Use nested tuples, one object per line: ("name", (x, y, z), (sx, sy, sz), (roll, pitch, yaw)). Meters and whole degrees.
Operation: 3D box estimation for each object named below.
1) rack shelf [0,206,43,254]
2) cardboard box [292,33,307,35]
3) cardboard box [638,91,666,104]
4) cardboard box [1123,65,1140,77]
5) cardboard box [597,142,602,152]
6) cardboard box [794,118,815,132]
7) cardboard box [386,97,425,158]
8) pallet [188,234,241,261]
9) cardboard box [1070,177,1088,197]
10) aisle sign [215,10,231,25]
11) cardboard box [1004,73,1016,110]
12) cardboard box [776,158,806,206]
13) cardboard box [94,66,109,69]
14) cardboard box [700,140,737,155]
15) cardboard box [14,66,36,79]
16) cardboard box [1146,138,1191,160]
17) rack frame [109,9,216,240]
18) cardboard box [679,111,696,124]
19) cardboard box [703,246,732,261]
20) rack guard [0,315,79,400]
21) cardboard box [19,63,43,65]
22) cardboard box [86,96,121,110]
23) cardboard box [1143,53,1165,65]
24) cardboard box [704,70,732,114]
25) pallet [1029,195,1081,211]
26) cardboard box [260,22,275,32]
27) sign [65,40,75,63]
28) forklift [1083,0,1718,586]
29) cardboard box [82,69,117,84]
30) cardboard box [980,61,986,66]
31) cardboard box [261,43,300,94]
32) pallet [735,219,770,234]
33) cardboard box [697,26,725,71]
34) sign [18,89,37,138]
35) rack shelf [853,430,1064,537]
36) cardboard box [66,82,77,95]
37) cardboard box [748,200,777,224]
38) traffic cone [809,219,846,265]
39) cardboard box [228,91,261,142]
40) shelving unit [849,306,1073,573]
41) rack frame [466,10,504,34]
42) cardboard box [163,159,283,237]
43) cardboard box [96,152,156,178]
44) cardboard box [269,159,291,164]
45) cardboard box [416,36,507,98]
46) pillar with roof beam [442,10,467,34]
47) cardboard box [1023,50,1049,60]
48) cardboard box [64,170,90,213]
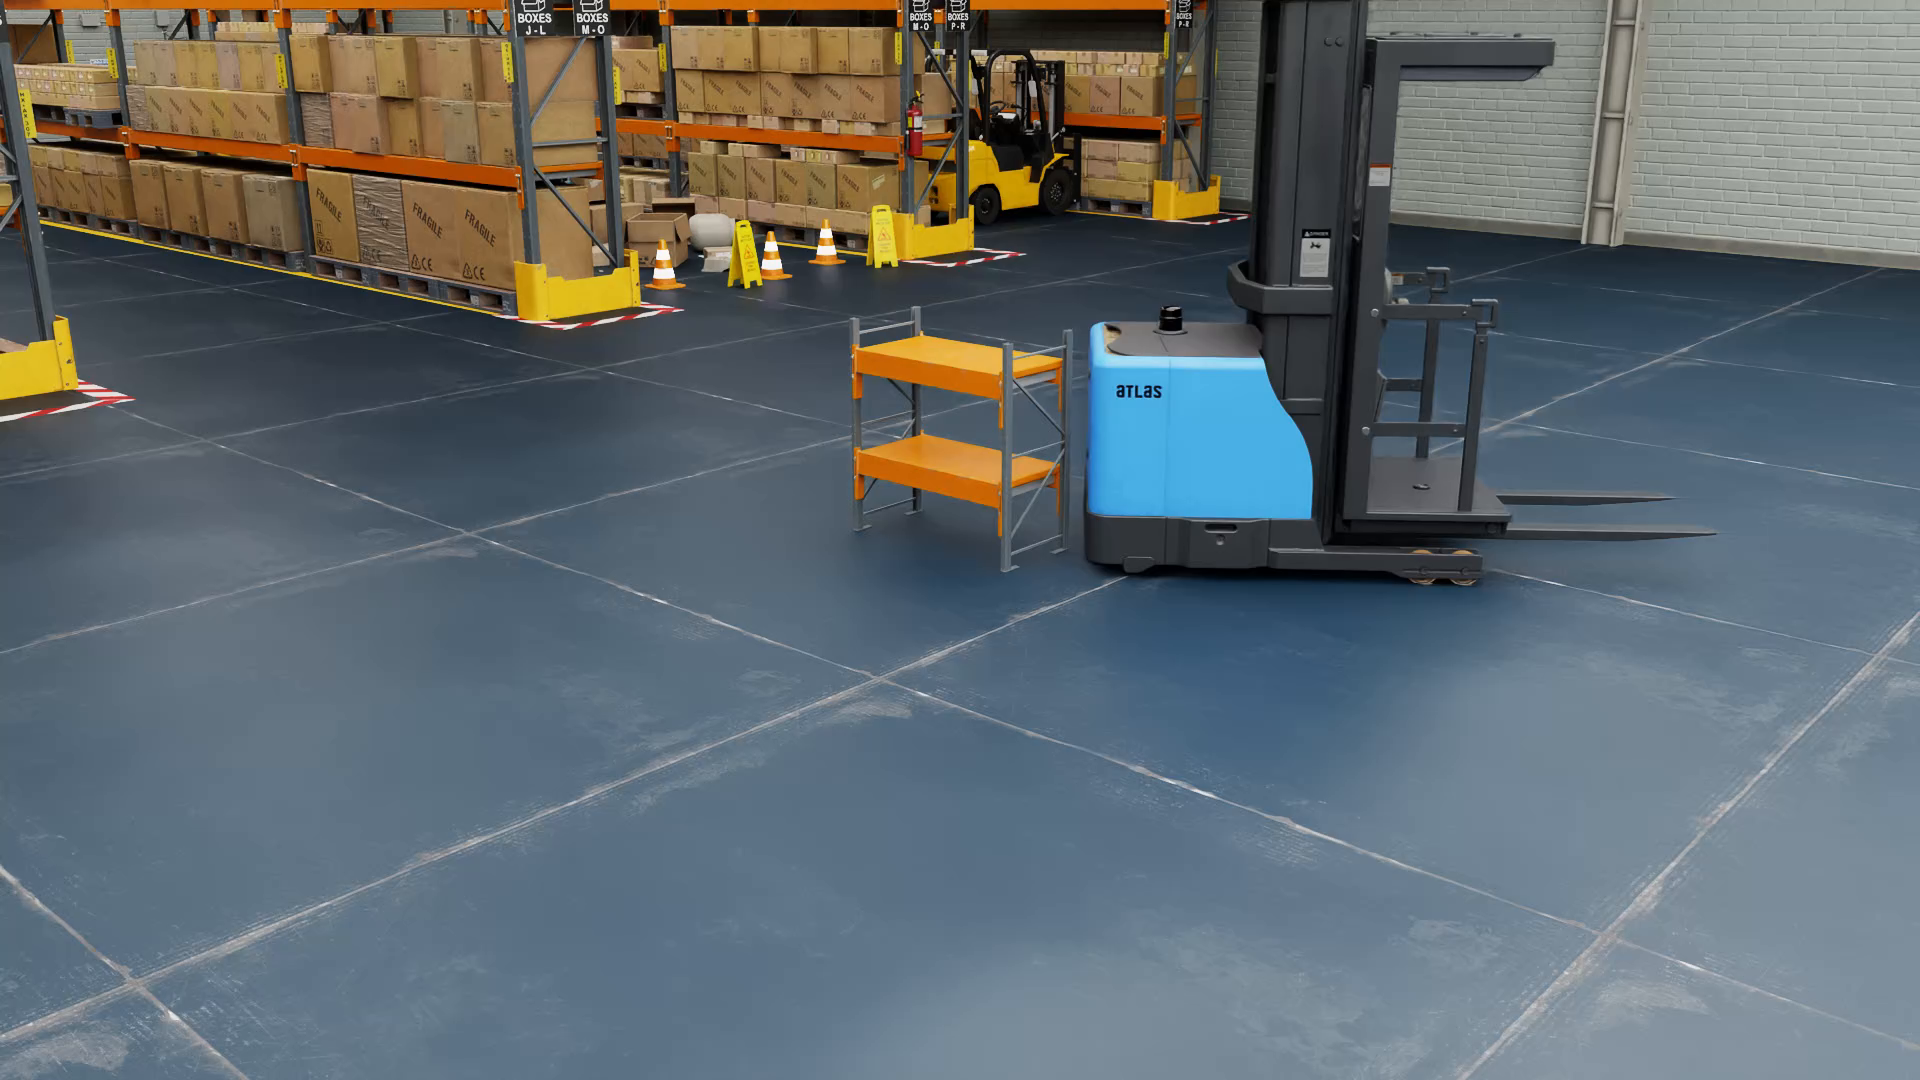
("rack shelf", (-8.347, -2.483, 12.667), (4.000, 0.370, 1.077), (15, 23, 39))
("cardboard box", (-10.159, -7.736, 26.212), (0.500, 0.500, 0.500), (15, 23, 38))
("cardboard box", (-3.833, -5.591, 20.992), (0.250, 0.149, 0.380), (15, 23, 40))
("cardboard box", (2.363, -6.198, 21.946), (0.250, 0.149, 0.380), (16, 23, 40))
("cardboard box", (-6.568, -7.087, 30.002), (0.250, 0.149, 0.380), (14, 22, 38))
("cardboard box", (-1.698, -4.815, 19.239), (0.250, 0.149, 0.380), (15, 23, 39))
("cardboard box", (-4.976, -4.006, 16.027), (0.500, 0.550, 0.875), (15, 23, 39))
("pallet", (-8.019, -3.383, 18.924), (1.213, 0.211, 1.003), (15, 23, 39))
("cardboard box", (1.724, -4.907, 22.968), (0.500, 0.250, 0.500), (15, 23, 40))
("aisle sign", (-12.487, -9.067, 27.926), (0.004, 0.787, 0.394), (15, 23, 39))
("cardboard box", (0.966, -6.291, 23.310), (0.500, 0.500, 0.500), (15, 23, 39))
("cardboard box", (-1.811, -4.223, 19.570), (0.500, 0.500, 0.500), (14, 23, 38))
("cardboard box", (-10.668, -5.897, 20.972), (0.250, 0.149, 0.380), (16, 24, 41))
("cardboard box", (-2.949, -4.808, 20.342), (0.250, 0.149, 0.380), (15, 23, 40))
("cardboard box", (-11.690, -5.908, 21.007), (0.250, 0.149, 0.380), (15, 23, 39))
("cardboard box", (2.785, -5.296, 22.539), (0.500, 0.250, 0.500), (15, 23, 38))
("rack frame", (-9.467, -5.133, 19.826), (0.127, 3.000, 1.000), (15, 23, 39))
("cardboard box", (-3.242, -5.214, 20.499), (0.250, 0.149, 0.380), (15, 23, 39))
("cardboard box", (-2.594, -3.114, 18.178), (0.380, 0.149, 0.250), (-6, 18, -18))
("rack guard", (-6.908, -1.248, 11.719), (0.348, 0.500, 1.175), (15, 23, 39))
("cardboard box", (-12.662, -6.282, 22.790), (0.500, 0.500, 0.500), (15, 23, 38))
("cardboard box", (-10.141, -5.208, 19.785), (0.250, 0.149, 0.380), (16, 23, 40))
("cardboard box", (2.611, -6.313, 21.817), (0.250, 0.149, 0.380), (15, 23, 39))
("cardboard box", (-2.730, -5.412, 20.050), (0.500, 0.500, 0.500), (15, 23, 39))
("pallet", (1.511, -4.851, 23.547), (1.213, 0.211, 1.003), (15, 23, 39))
("cardboard box", (-11.027, -8.258, 26.783), (0.250, 0.149, 0.380), (14, 23, 38))
("sign", (-12.093, -6.614, 22.580), (0.005, 0.325, 0.100), (15, 23, 39))
("forklift", (2.149, -1.346, 8.006), (3.031, 2.935, 1.130), (1, 18, 3))
("cardboard box", (-10.138, -5.492, 19.694), (0.250, 0.149, 0.380), (14, 22, 37))
("cardboard box", (0.499, -6.729, 23.619), (0.250, 0.149, 0.380), (15, 23, 39))
("cardboard box", (-6.850, -4.952, 17.439), (0.500, 0.500, 0.700), (15, 23, 38))
("pallet", (-2.739, -4.014, 20.911), (1.213, 0.211, 1.003), (15, 23, 39))
("cardboard box", (-2.712, -5.891, 19.905), (0.500, 0.500, 0.700), (15, 23, 40))
("sign", (-6.491, -2.960, 11.549), (0.005, 0.325, 0.100), (15, 23, 39))
("rack shelf", (-0.005, -0.304, 8.520), (1.000, 0.278, 0.538), (15, 23, 39))
("cardboard box", (-10.538, -5.457, 20.076), (0.250, 0.149, 0.380), (16, 23, 41))
("cardboard box", (-2.198, -3.969, 20.012), (0.500, 0.250, 0.500), (15, 23, 39))
("traffic cone", (-1.451, -3.252, 18.094), (0.334, 0.463, 0.336), (15, 23, 39))
("cardboard box", (-7.421, -4.523, 17.740), (0.500, 0.500, 0.500), (15, 23, 39))
("shelving unit", (-0.005, -0.538, 8.446), (1.048, 1.125, 0.538), (15, 23, 39))
("rack frame", (-8.948, -9.003, 32.021), (0.127, 3.000, 1.000), (15, 23, 39))
("cardboard box", (-8.415, -3.943, 19.103), (0.750, 0.750, 1.050), (15, 23, 40))
("cardboard box", (-10.152, -4.577, 20.273), (0.500, 0.250, 0.500), (14, 23, 38))
("cardboard box", (-10.990, -6.567, 27.885), (0.875, 0.438, 0.875), (16, 24, 41))
("cardboard box", (-4.536, -4.429, 15.575), (0.550, 0.550, 0.875), (15, 23, 39))
("pillar with roof beam", (-13.224, -11.634, 30.393), (0.400, 9.000, 9.100), (15, 23, 39))
("cardboard box", (1.085, -6.720, 23.100), (0.250, 0.149, 0.380), (15, 23, 39))
("cardboard box", (-10.925, -4.422, 21.025), (0.500, 0.500, 0.500), (14, 22, 37))
